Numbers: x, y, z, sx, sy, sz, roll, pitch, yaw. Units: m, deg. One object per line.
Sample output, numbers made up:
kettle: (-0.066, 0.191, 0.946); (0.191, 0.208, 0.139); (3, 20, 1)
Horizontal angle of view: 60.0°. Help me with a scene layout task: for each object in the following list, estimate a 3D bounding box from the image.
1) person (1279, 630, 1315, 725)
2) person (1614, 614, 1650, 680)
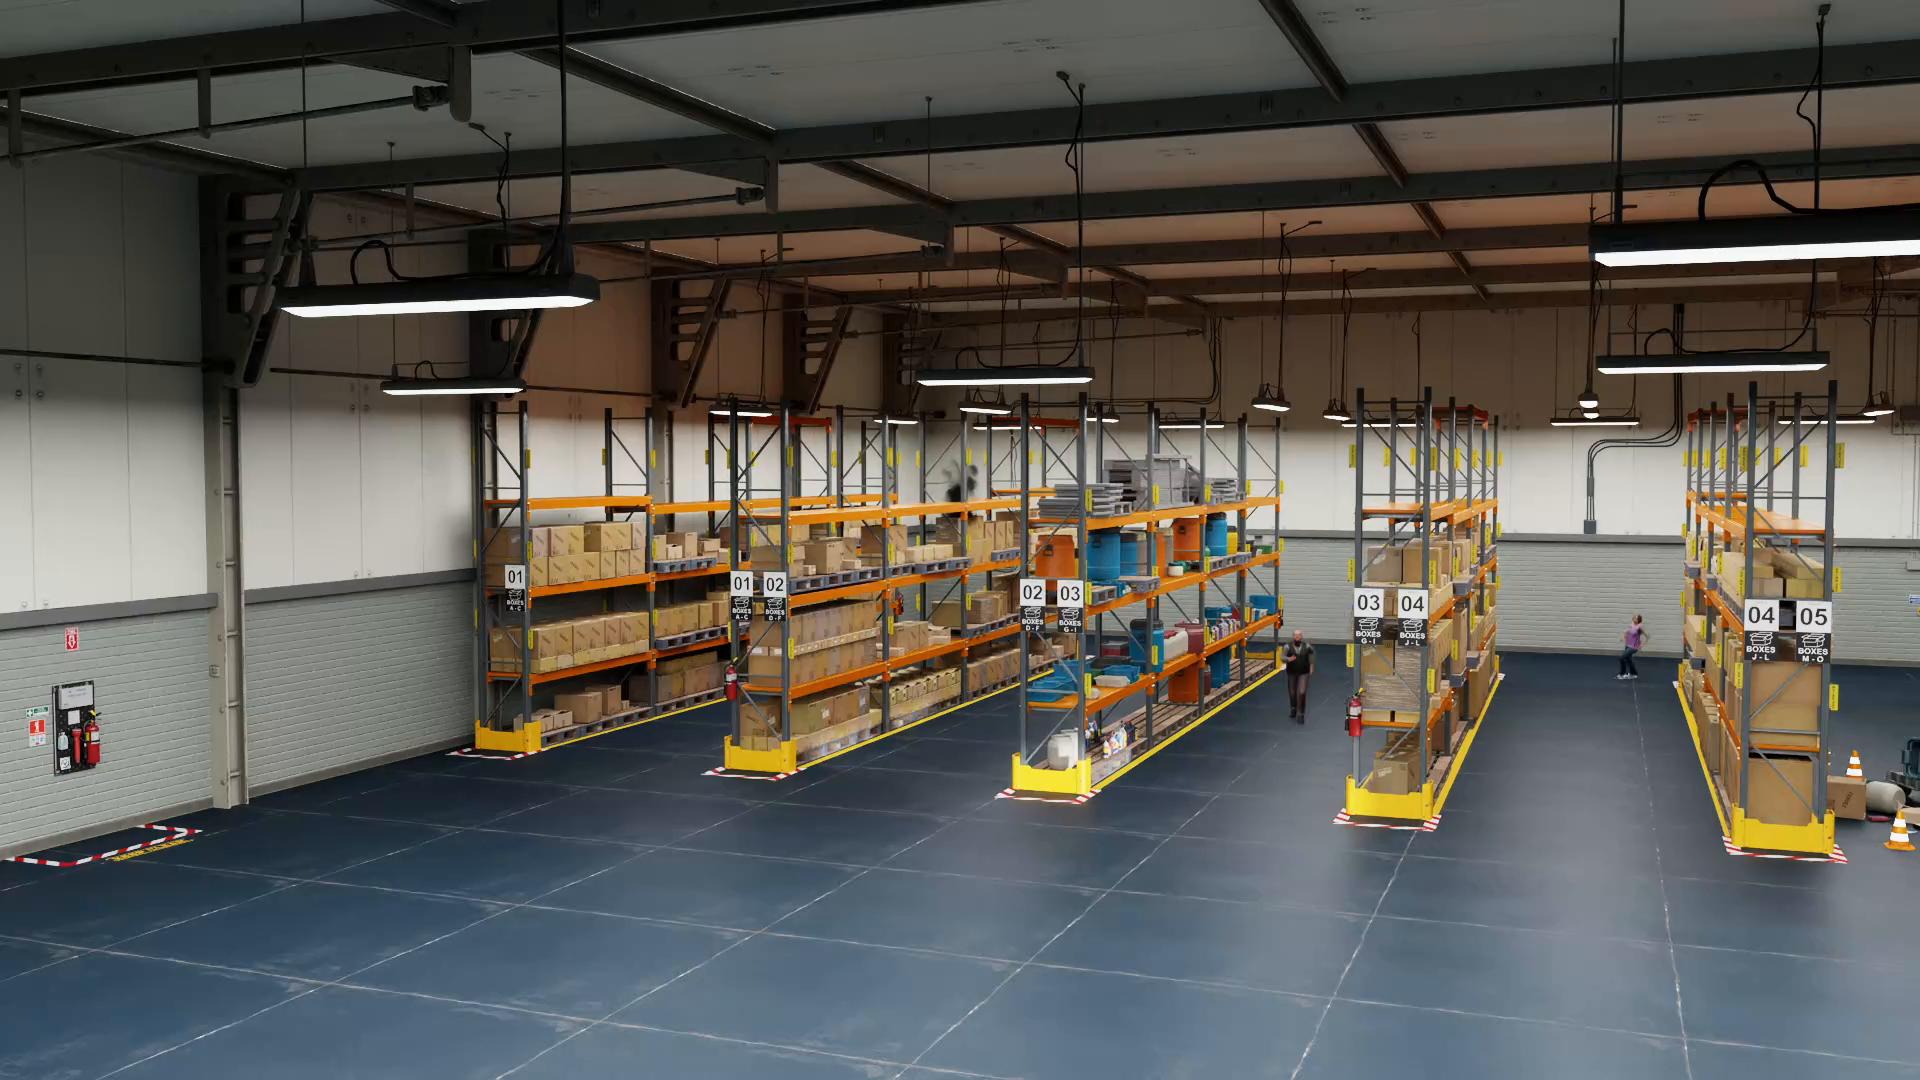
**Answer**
person: (6.417, 2.590, 31.657); (0.652, 1.777, 0.828); (1, 3, 14)
person: (15.156, 2.424, 37.603); (0.621, 1.538, 0.672); (0, 3, -1)
